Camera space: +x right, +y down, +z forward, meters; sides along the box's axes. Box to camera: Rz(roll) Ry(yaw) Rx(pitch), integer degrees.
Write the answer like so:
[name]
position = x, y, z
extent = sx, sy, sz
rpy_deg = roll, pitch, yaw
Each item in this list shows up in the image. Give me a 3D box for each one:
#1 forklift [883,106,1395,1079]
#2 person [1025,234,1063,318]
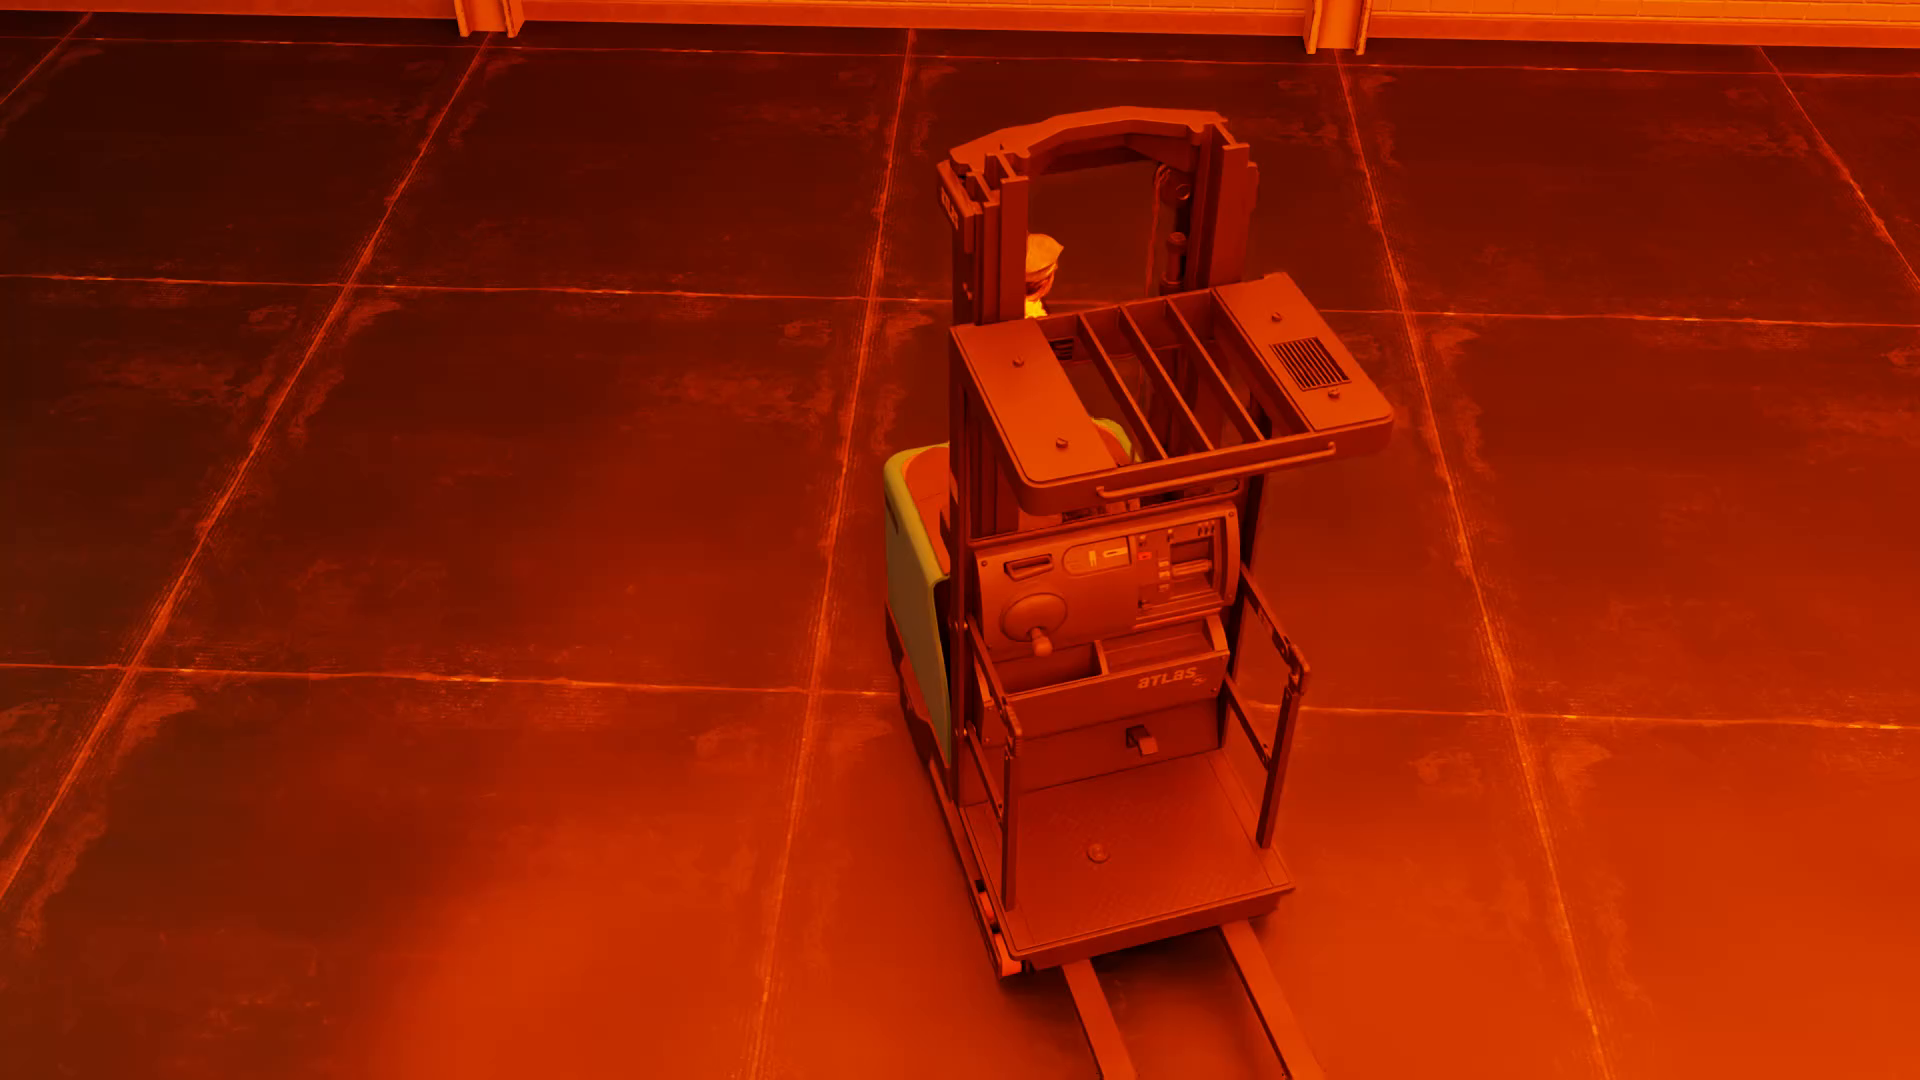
[forklift]
position = 0.571, 0.226, 5.495
extent = 1.130, 2.935, 3.031
rpy_deg = -11, 44, -12
[person]
position = 0.410, -0.597, 7.372
extent = 0.619, 1.621, 0.715
rpy_deg = -7, 43, -7
